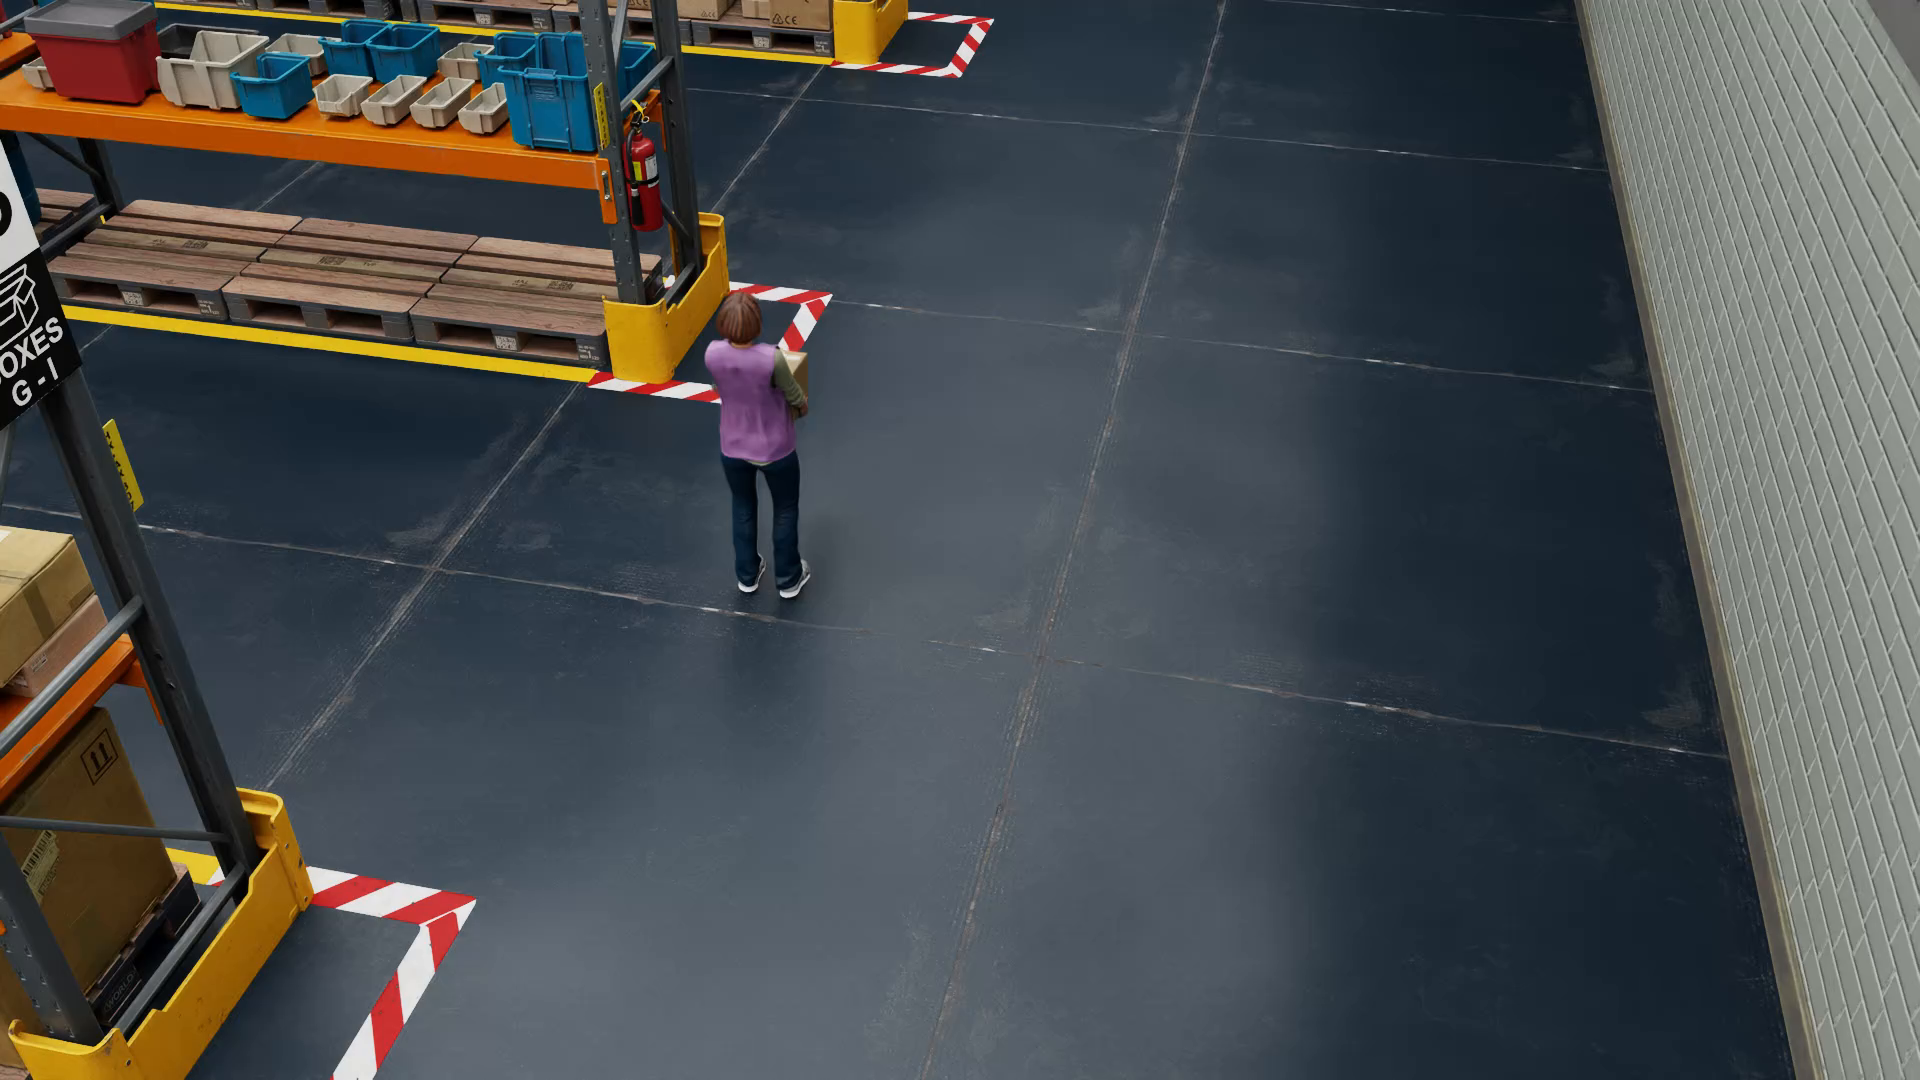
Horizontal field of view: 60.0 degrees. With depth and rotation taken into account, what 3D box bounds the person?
[{"bbox_3d":[-0.897,-0.466,7.598,0.419,1.579,0.492,7,38,10],"label":"person"}]
